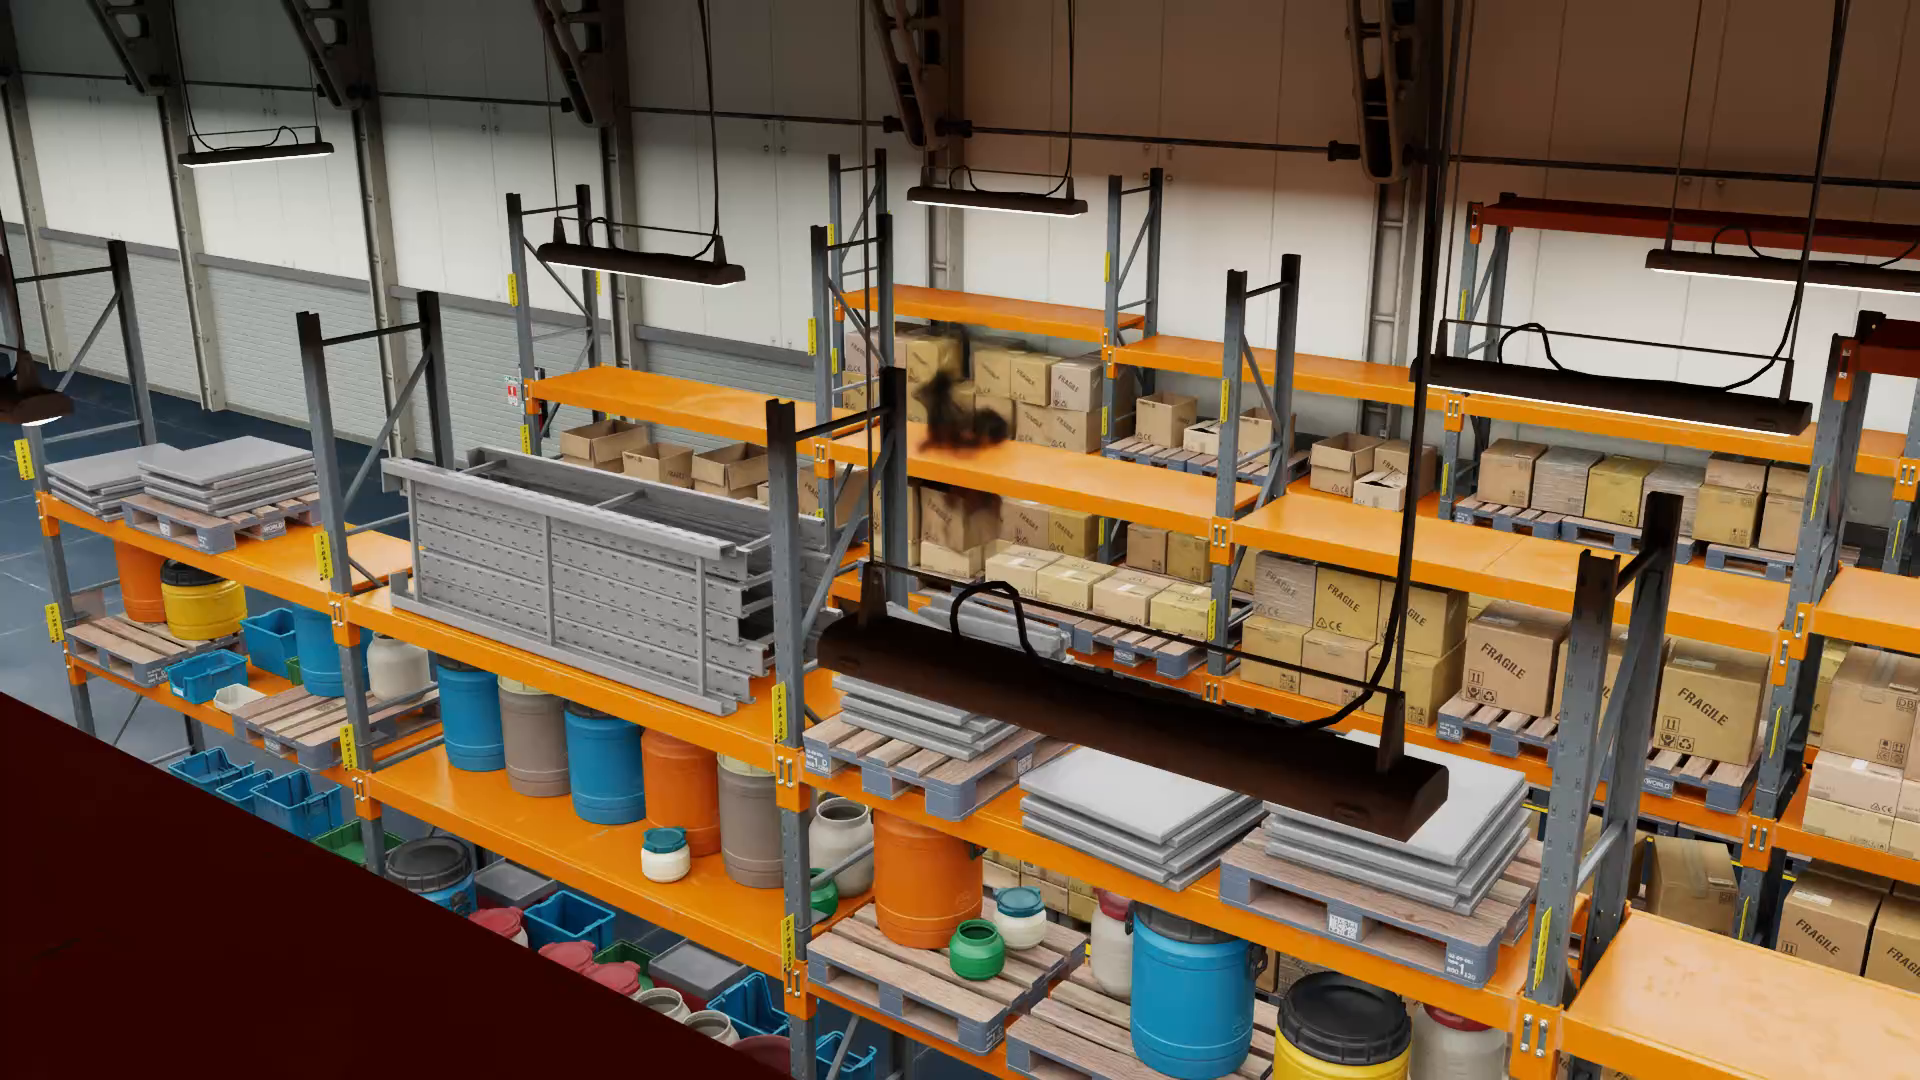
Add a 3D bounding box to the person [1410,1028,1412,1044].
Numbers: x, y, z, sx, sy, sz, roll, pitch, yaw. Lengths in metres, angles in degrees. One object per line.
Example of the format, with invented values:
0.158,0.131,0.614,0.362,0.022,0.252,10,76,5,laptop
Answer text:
2.981,3.884,10.766,0.639,1.731,0.696,9,21,26,person
